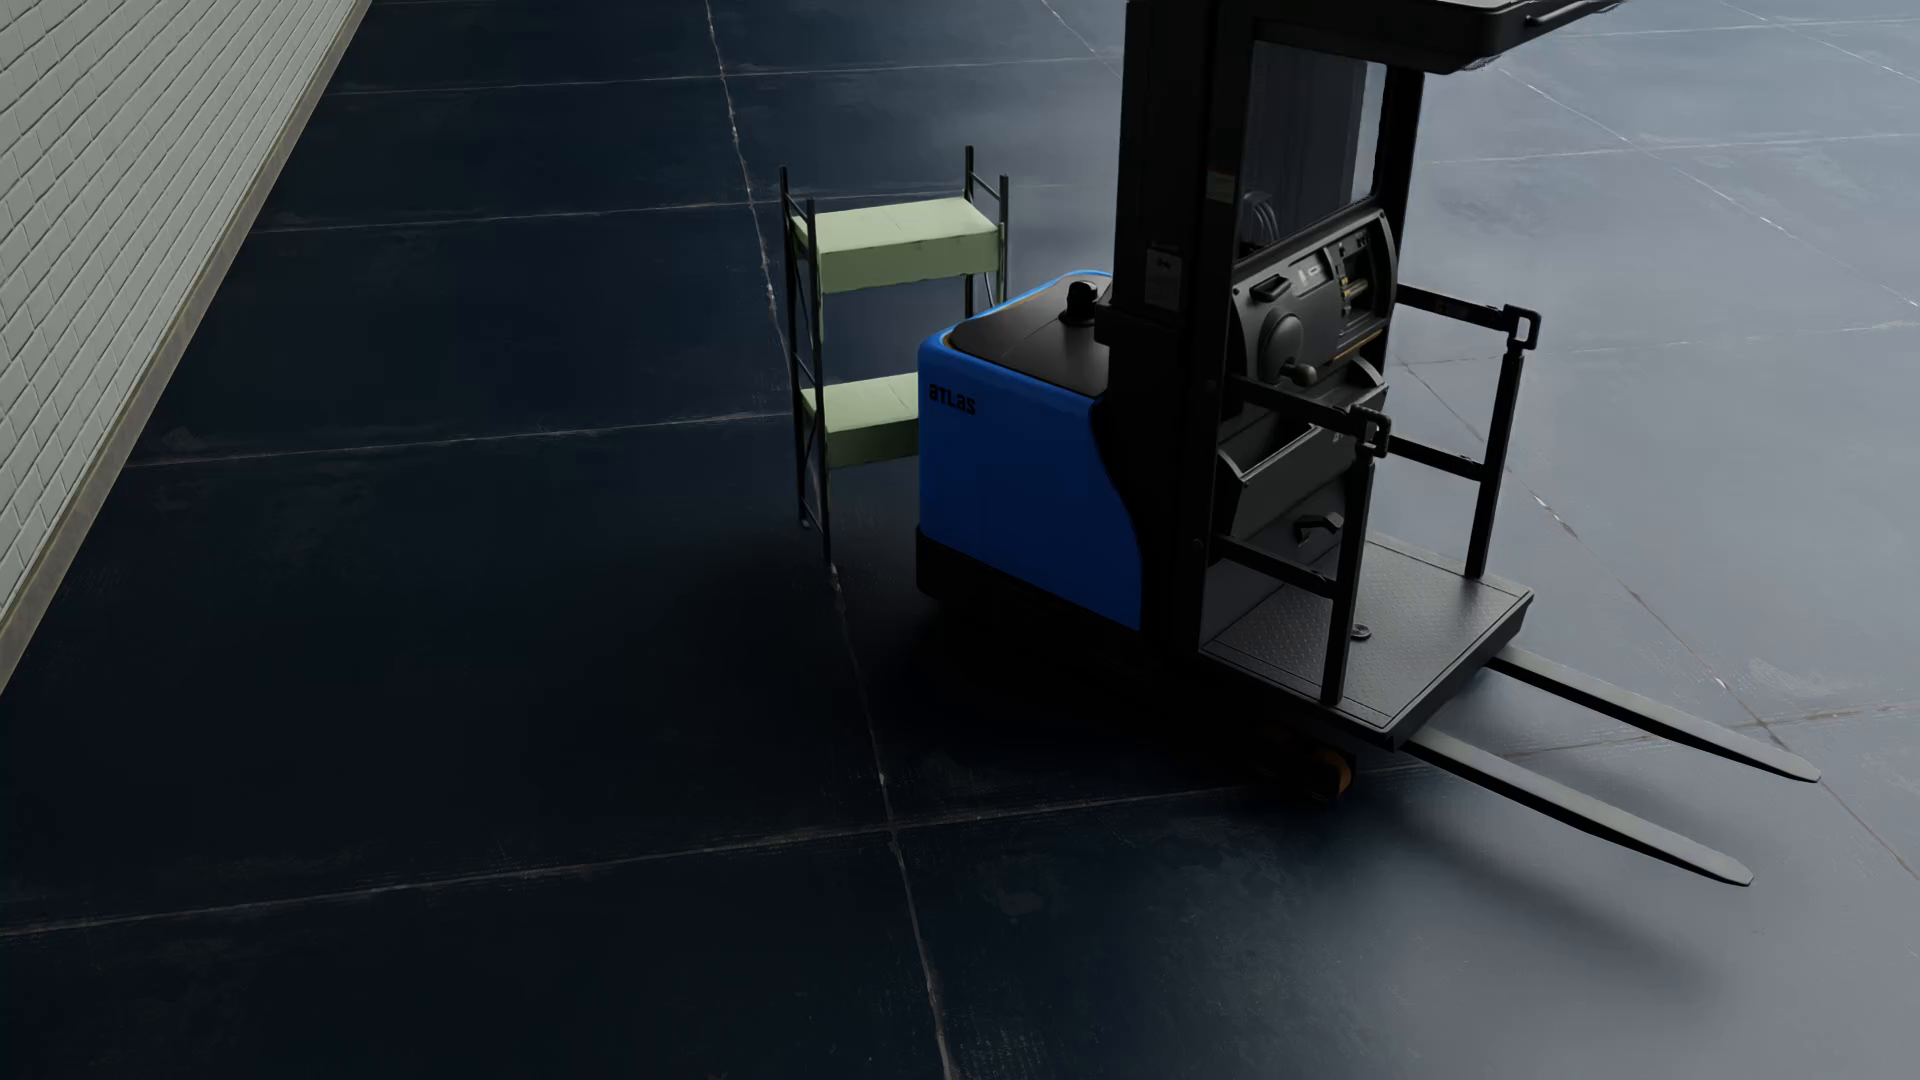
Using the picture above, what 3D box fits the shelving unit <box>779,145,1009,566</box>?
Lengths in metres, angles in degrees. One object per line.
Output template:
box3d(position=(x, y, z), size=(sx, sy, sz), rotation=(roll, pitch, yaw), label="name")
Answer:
box3d(position=(-0.245, -0.705, 6.470), size=(0.755, 1.500, 0.431), rotation=(-11, 32, -17), label="shelving unit")

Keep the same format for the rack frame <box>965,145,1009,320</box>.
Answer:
box3d(position=(0.099, -0.769, 6.579), size=(0.023, 1.500, 0.400), rotation=(-11, 32, -17), label="rack frame")

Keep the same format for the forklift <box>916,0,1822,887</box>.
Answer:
box3d(position=(1.279, -0.731, 5.101), size=(3.031, 2.935, 1.130), rotation=(24, 38, 34), label="forklift")

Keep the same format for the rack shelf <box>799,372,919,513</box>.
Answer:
box3d(position=(-0.245, -0.424, 6.635), size=(0.720, 0.370, 0.431), rotation=(-11, 32, -17), label="rack shelf")

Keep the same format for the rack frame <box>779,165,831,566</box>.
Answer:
box3d(position=(-0.589, -0.641, 6.361), size=(0.023, 1.500, 0.400), rotation=(-11, 32, -17), label="rack frame")

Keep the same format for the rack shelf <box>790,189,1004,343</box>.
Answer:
box3d(position=(-0.245, -1.042, 6.272), size=(0.720, 0.370, 0.431), rotation=(-11, 32, -17), label="rack shelf")
